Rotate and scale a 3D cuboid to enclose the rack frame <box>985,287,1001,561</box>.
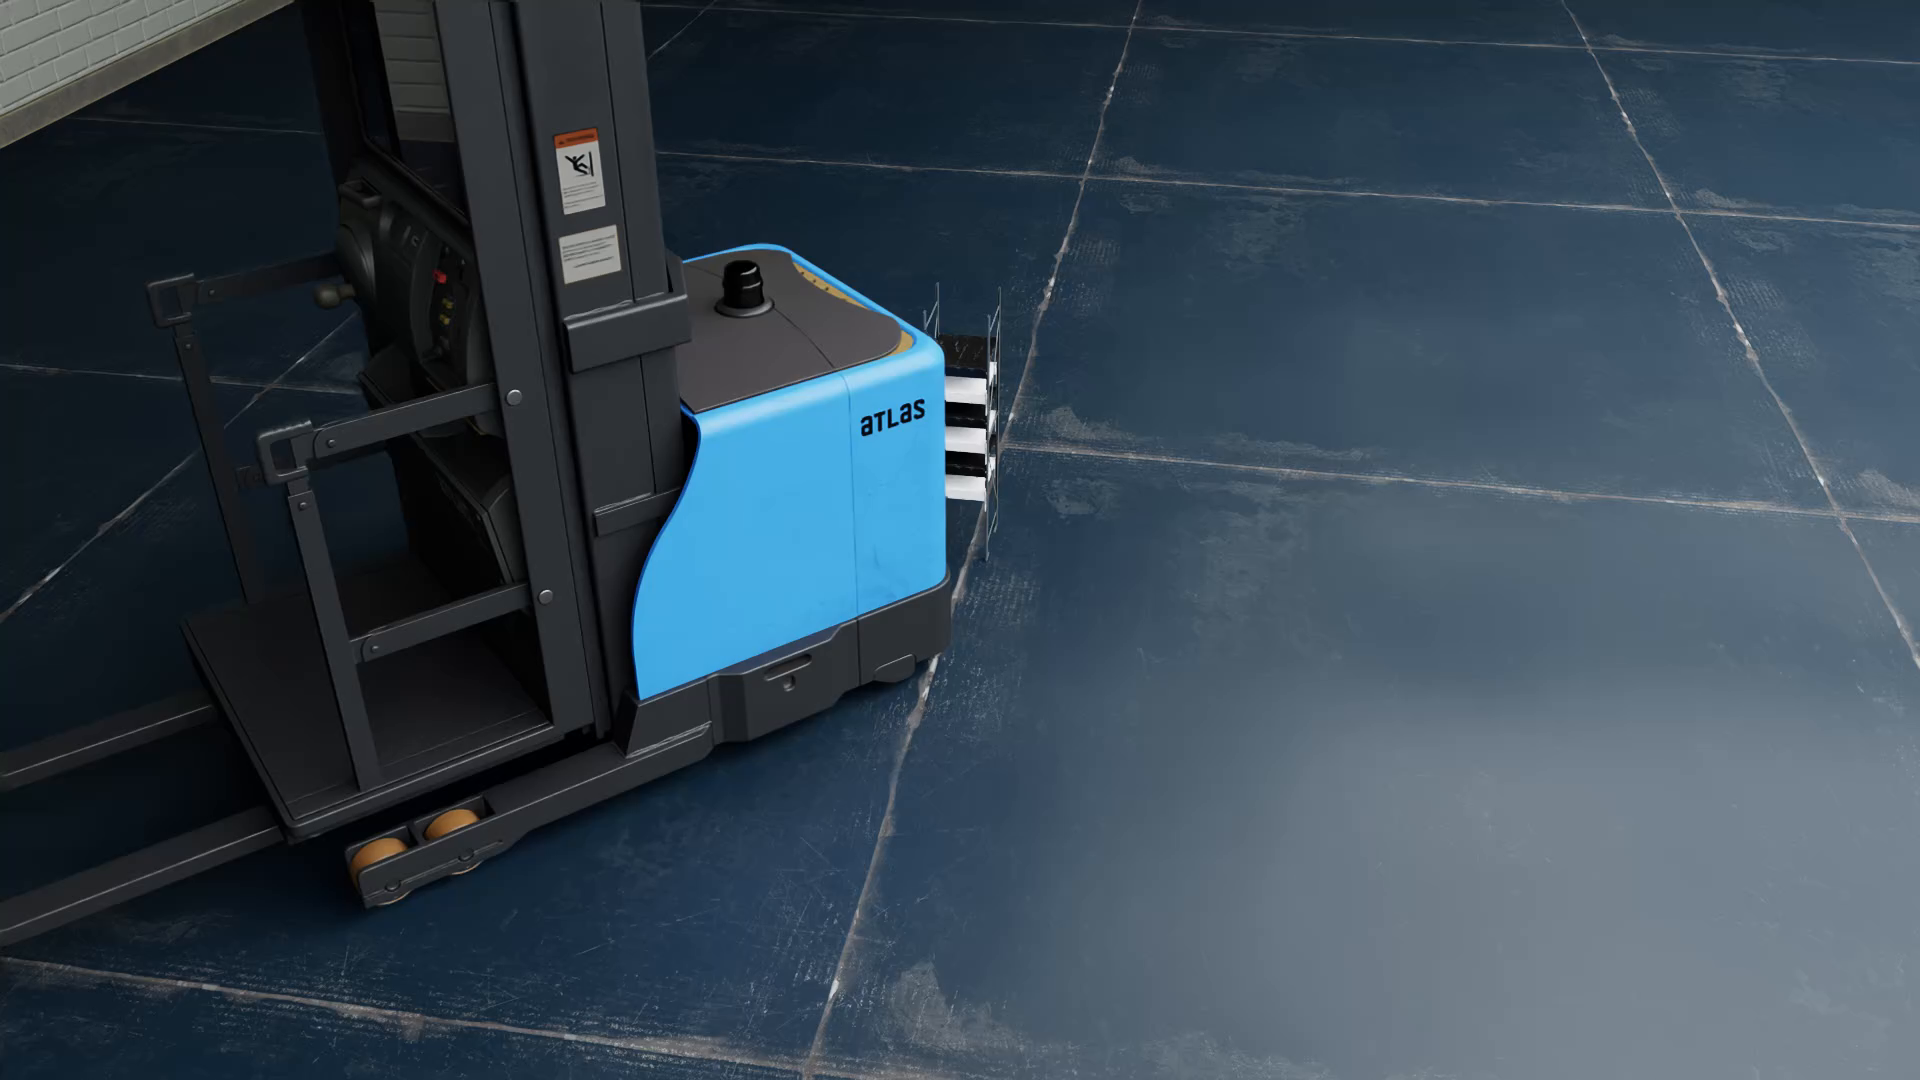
[{"bbox_3d":[0.108,-0.372,5.496,0.006,0.900,0.240,5,32,8],"label":"rack frame"}]

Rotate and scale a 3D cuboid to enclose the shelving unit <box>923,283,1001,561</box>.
[{"bbox_3d":[0.008,-0.381,5.510,0.210,0.900,0.258,5,32,8],"label":"shelving unit"}]

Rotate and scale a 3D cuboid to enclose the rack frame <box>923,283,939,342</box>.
[{"bbox_3d":[-0.092,-0.390,5.525,0.006,0.900,0.240,5,32,8],"label":"rack frame"}]

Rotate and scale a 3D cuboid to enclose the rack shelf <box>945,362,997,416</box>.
[{"bbox_3d":[0.008,-0.505,5.432,0.200,0.077,0.258,5,32,8],"label":"rack shelf"}]

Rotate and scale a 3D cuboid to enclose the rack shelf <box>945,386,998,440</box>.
[{"bbox_3d":[0.008,-0.429,5.480,0.200,0.077,0.258,5,32,8],"label":"rack shelf"}]

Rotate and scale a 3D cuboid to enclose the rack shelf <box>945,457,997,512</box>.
[{"bbox_3d":[0.008,-0.200,5.623,0.200,0.077,0.258,5,32,8],"label":"rack shelf"}]

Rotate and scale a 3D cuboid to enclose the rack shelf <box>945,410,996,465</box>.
[{"bbox_3d":[0.008,-0.352,5.528,0.200,0.077,0.258,5,32,8],"label":"rack shelf"}]

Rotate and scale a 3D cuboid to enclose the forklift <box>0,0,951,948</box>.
[{"bbox_3d":[-1.526,-0.629,3.993,3.031,2.935,1.130,-20,37,-29],"label":"forklift"}]

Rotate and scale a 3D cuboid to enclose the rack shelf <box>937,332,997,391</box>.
[{"bbox_3d":[0.008,-0.581,5.384,0.200,0.077,0.258,5,32,8],"label":"rack shelf"}]

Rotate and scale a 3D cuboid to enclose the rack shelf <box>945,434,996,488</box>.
[{"bbox_3d":[0.008,-0.276,5.576,0.200,0.077,0.258,5,32,8],"label":"rack shelf"}]
